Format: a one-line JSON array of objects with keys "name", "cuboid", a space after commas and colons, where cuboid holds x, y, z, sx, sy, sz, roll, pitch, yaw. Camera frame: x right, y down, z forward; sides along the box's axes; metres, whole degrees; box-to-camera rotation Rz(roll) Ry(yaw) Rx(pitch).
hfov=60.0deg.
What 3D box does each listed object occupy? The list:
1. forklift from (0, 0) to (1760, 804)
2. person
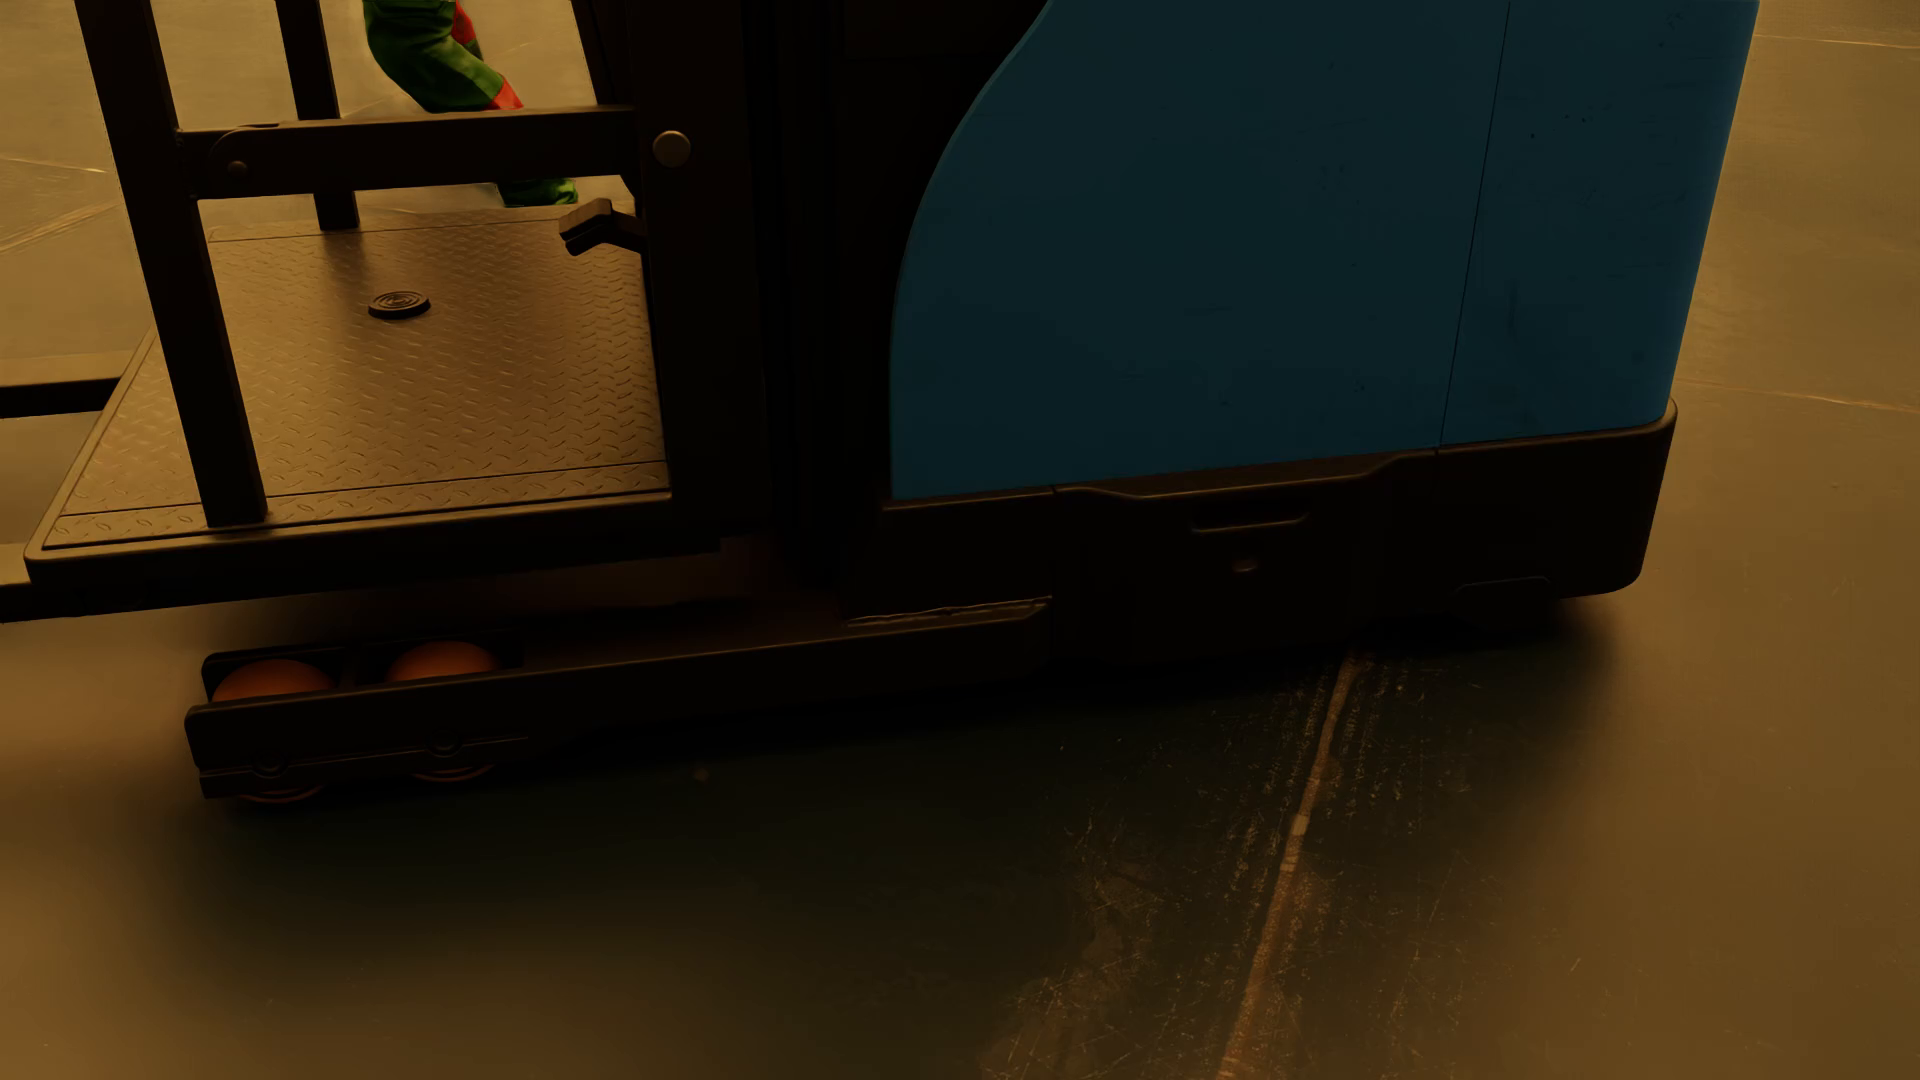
[{"name": "forklift", "cuboid": [-0.628, -1.251, 1.734, 3.031, 2.935, 1.130, -6, 30, -10]}, {"name": "person", "cuboid": [-1.101, -1.403, 3.287, 0.542, 1.706, 1.140, -1, 30, -2]}]
